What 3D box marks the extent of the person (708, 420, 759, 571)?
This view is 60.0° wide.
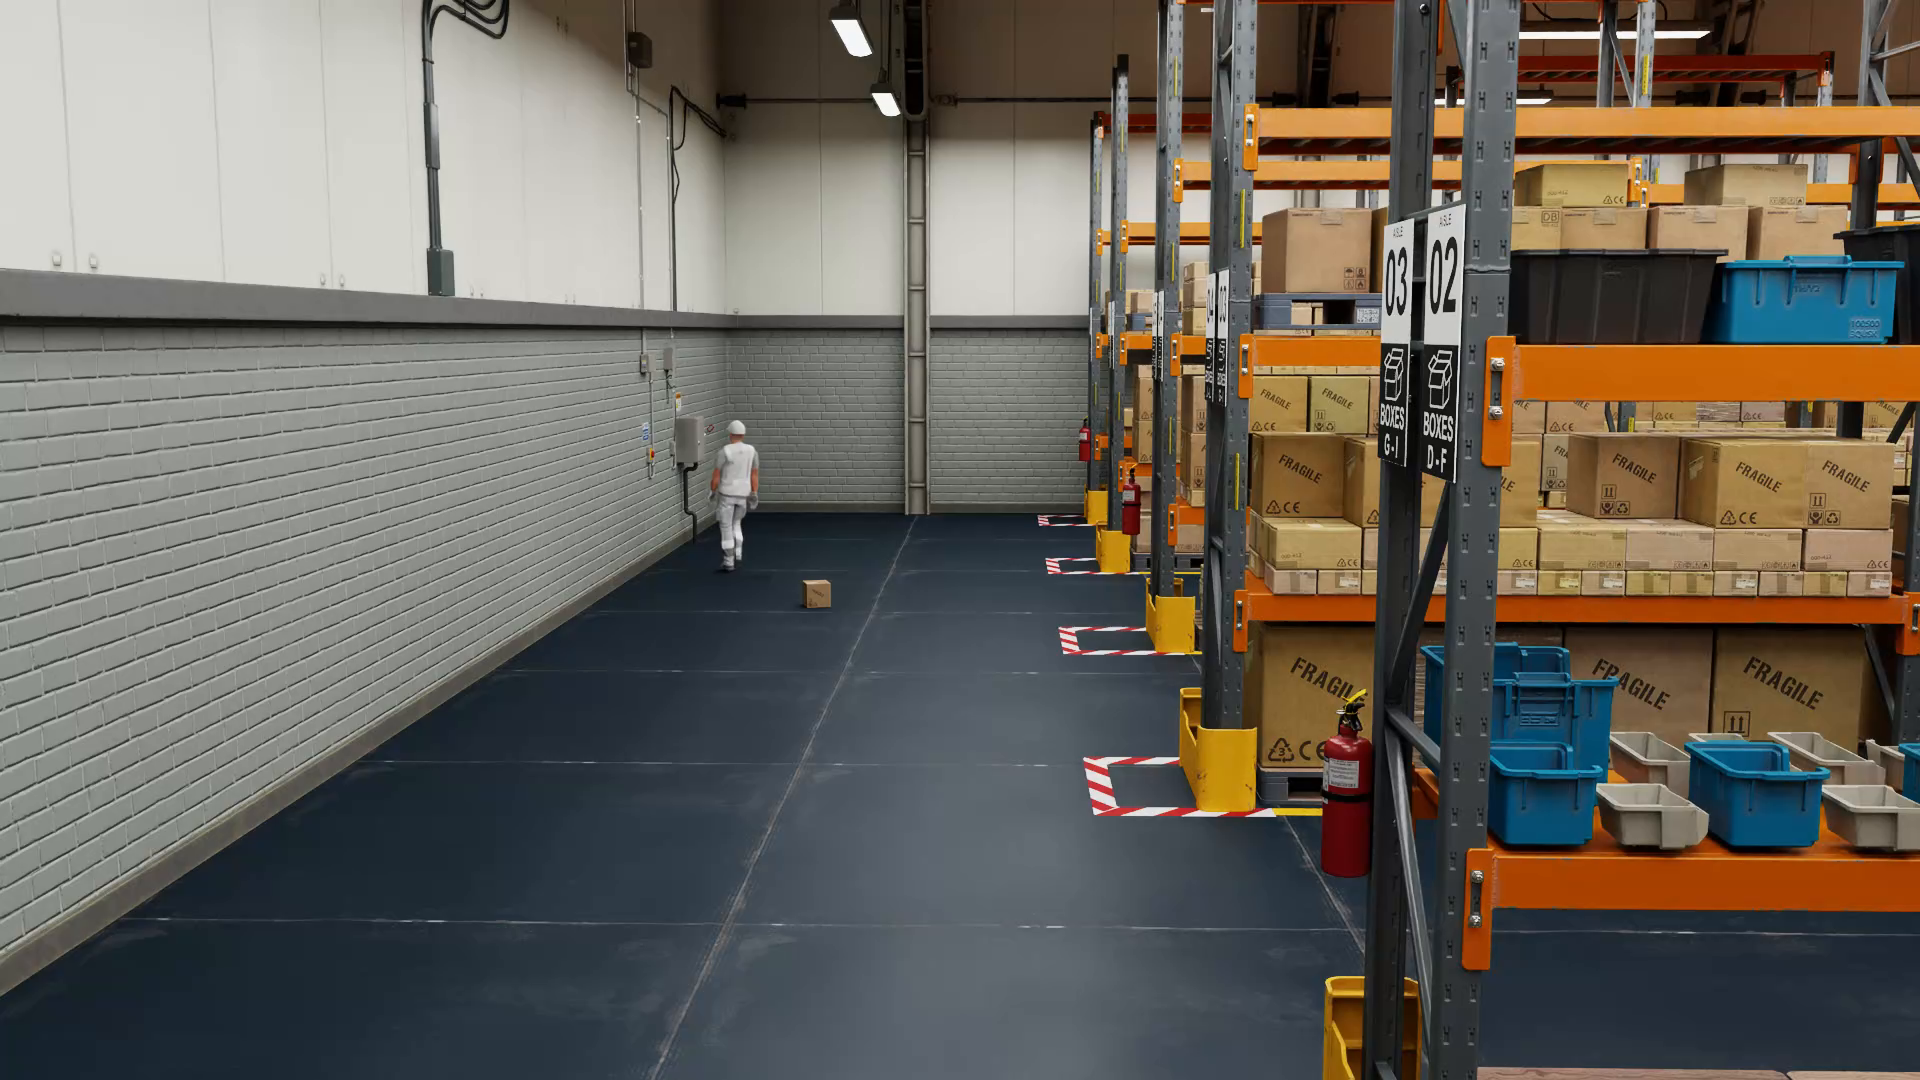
[{"bbox_3d":[-2.722,-0.518,19.814,0.570,1.822,0.496,-5,9,-34],"label":"person"}]
